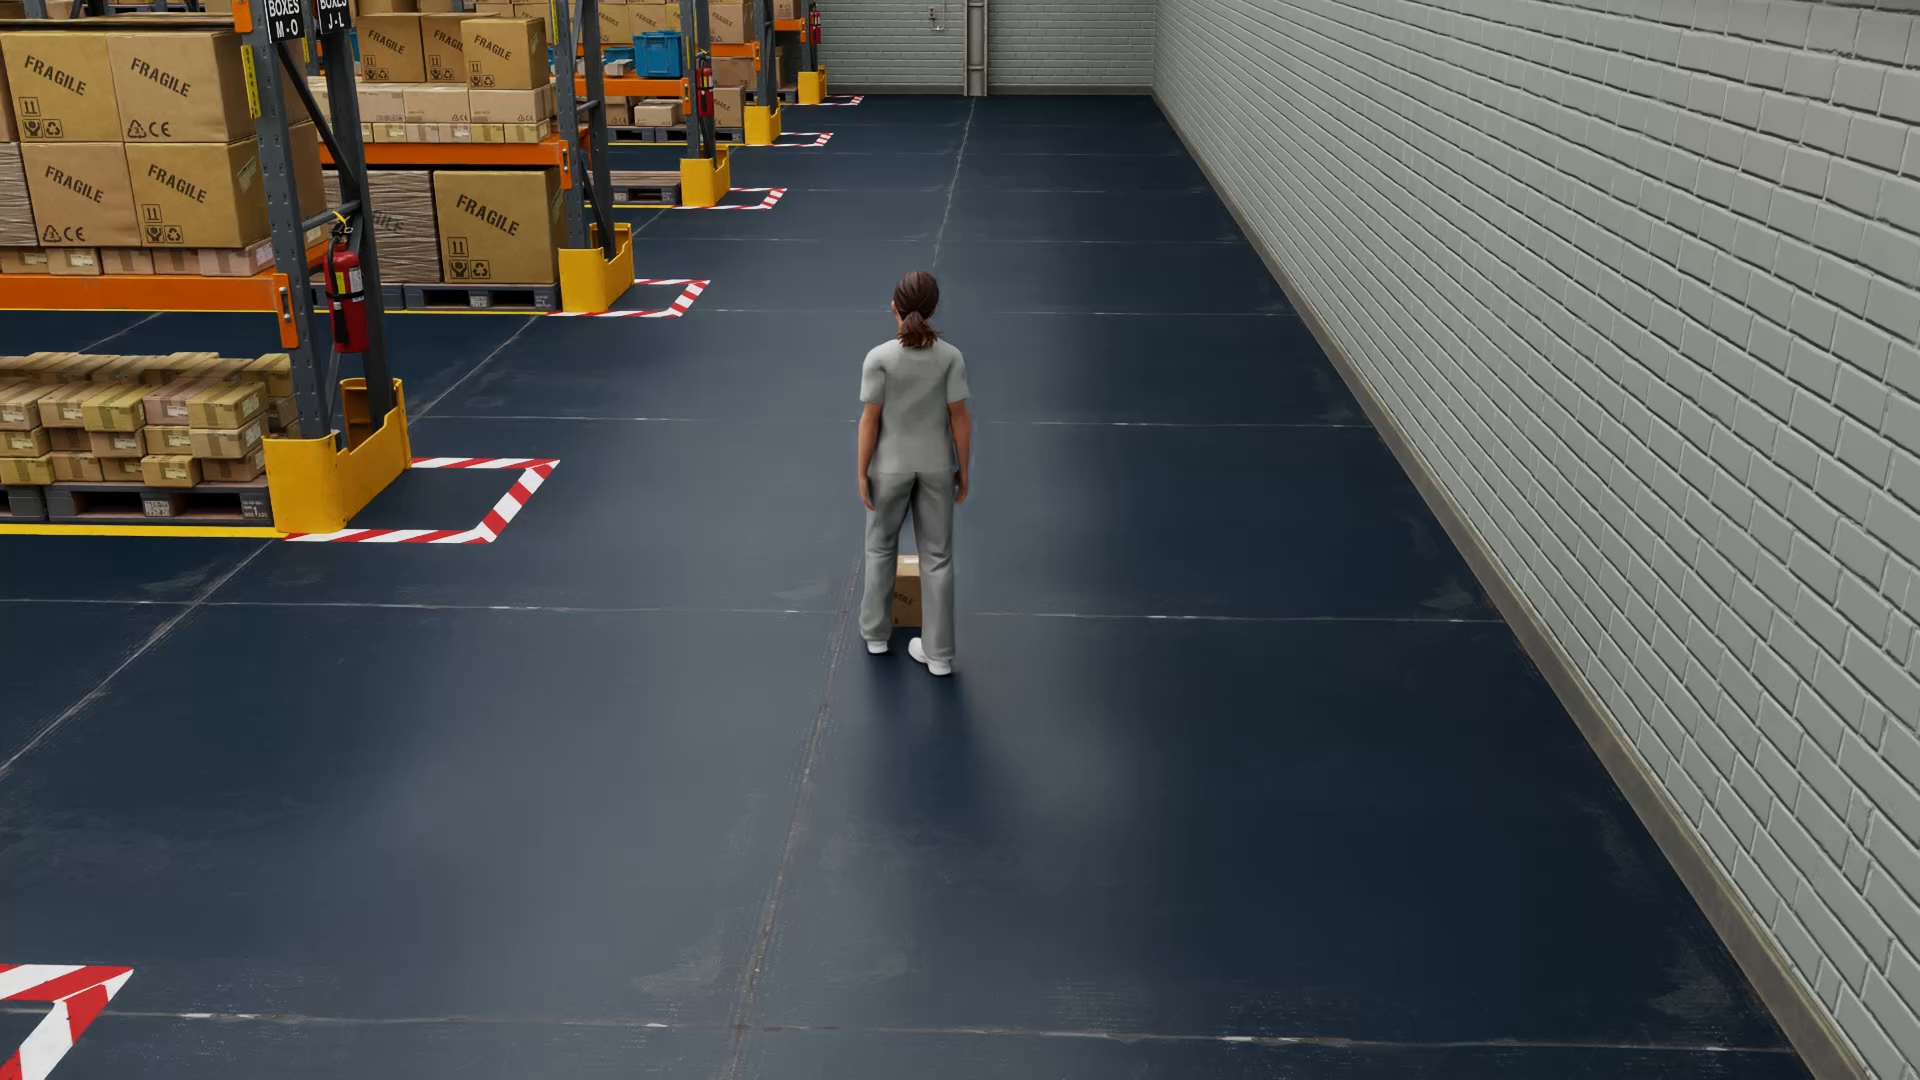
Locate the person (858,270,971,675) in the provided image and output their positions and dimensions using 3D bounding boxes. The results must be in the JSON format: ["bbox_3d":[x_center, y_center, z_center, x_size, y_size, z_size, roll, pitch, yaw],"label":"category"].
[{"bbox_3d":[-0.205,-0.301,6.855,0.459,1.669,0.568,-4,21,-10],"label":"person"}]
